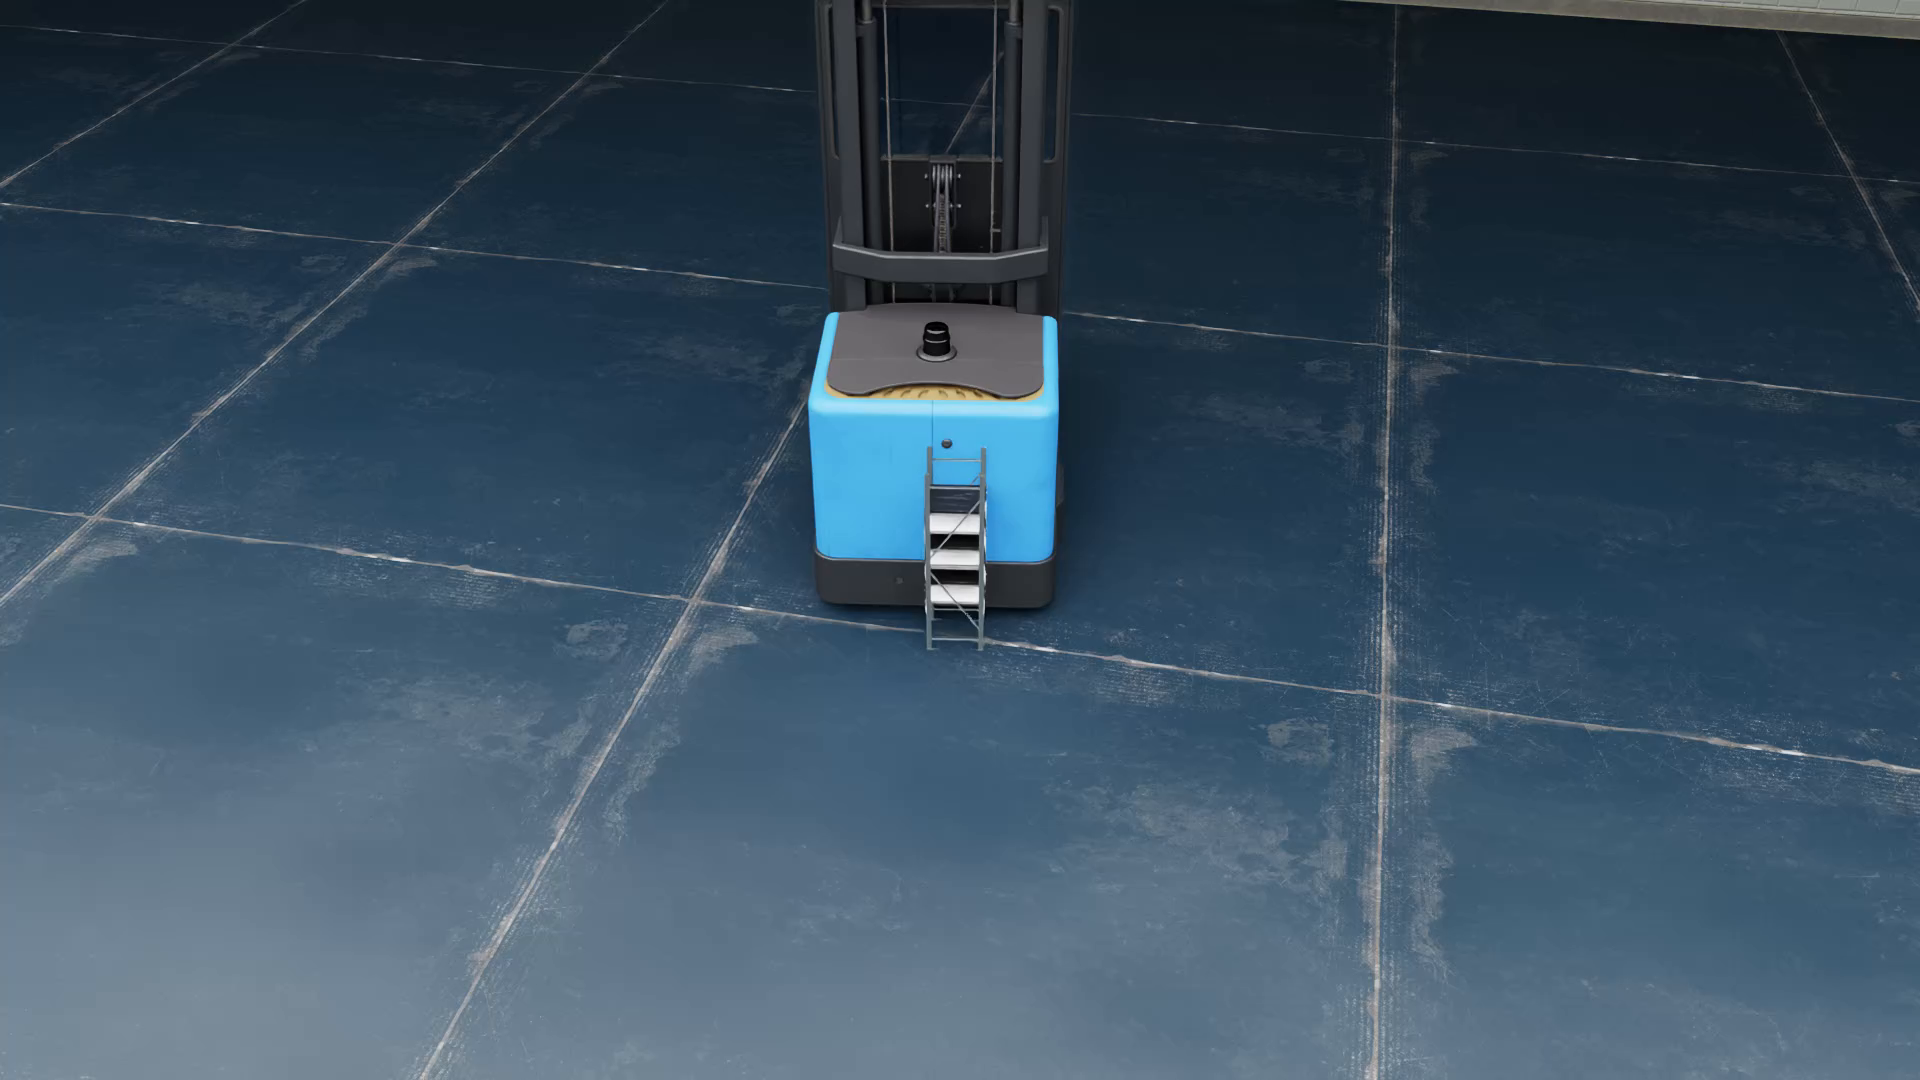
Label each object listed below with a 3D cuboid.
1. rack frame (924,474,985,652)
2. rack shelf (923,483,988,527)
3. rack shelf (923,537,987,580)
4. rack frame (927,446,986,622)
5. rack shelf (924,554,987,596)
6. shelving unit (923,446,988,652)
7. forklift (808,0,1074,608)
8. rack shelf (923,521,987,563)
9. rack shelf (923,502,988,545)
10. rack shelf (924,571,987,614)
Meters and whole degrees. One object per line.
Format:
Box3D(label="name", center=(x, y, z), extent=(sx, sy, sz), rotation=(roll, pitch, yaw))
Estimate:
Box3D(label="rack frame", center=(-0.022, 0.107, 6.835), extent=(0.240, 0.900, 0.006), rotation=(1, 36, 2))
Box3D(label="rack shelf", center=(-0.018, -0.144, 6.778), extent=(0.258, 0.077, 0.200), rotation=(1, 36, 2))
Box3D(label="rack shelf", center=(-0.018, 0.075, 6.937), extent=(0.258, 0.077, 0.200), rotation=(1, 36, 2))
Box3D(label="rack frame", center=(-0.014, -0.012, 7.000), extent=(0.240, 0.900, 0.006), rotation=(1, 36, 2))
Box3D(label="rack shelf", center=(-0.018, 0.148, 6.990), extent=(0.258, 0.077, 0.200), rotation=(1, 36, 2))
Box3D(label="shelving unit", center=(-0.018, 0.048, 6.917), extent=(0.258, 0.900, 0.210), rotation=(1, 36, 2))
Box3D(label="forklift", center=(-0.056, -1.729, 7.638), extent=(1.130, 2.935, 3.031), rotation=(1, 36, 2))
Box3D(label="rack shelf", center=(-0.018, 0.002, 6.884), extent=(0.258, 0.077, 0.200), rotation=(1, 36, 2))
Box3D(label="rack shelf", center=(-0.018, -0.071, 6.831), extent=(0.258, 0.077, 0.200), rotation=(1, 36, 2))
Box3D(label="rack shelf", center=(-0.018, 0.220, 7.043), extent=(0.258, 0.077, 0.200), rotation=(1, 36, 2))
